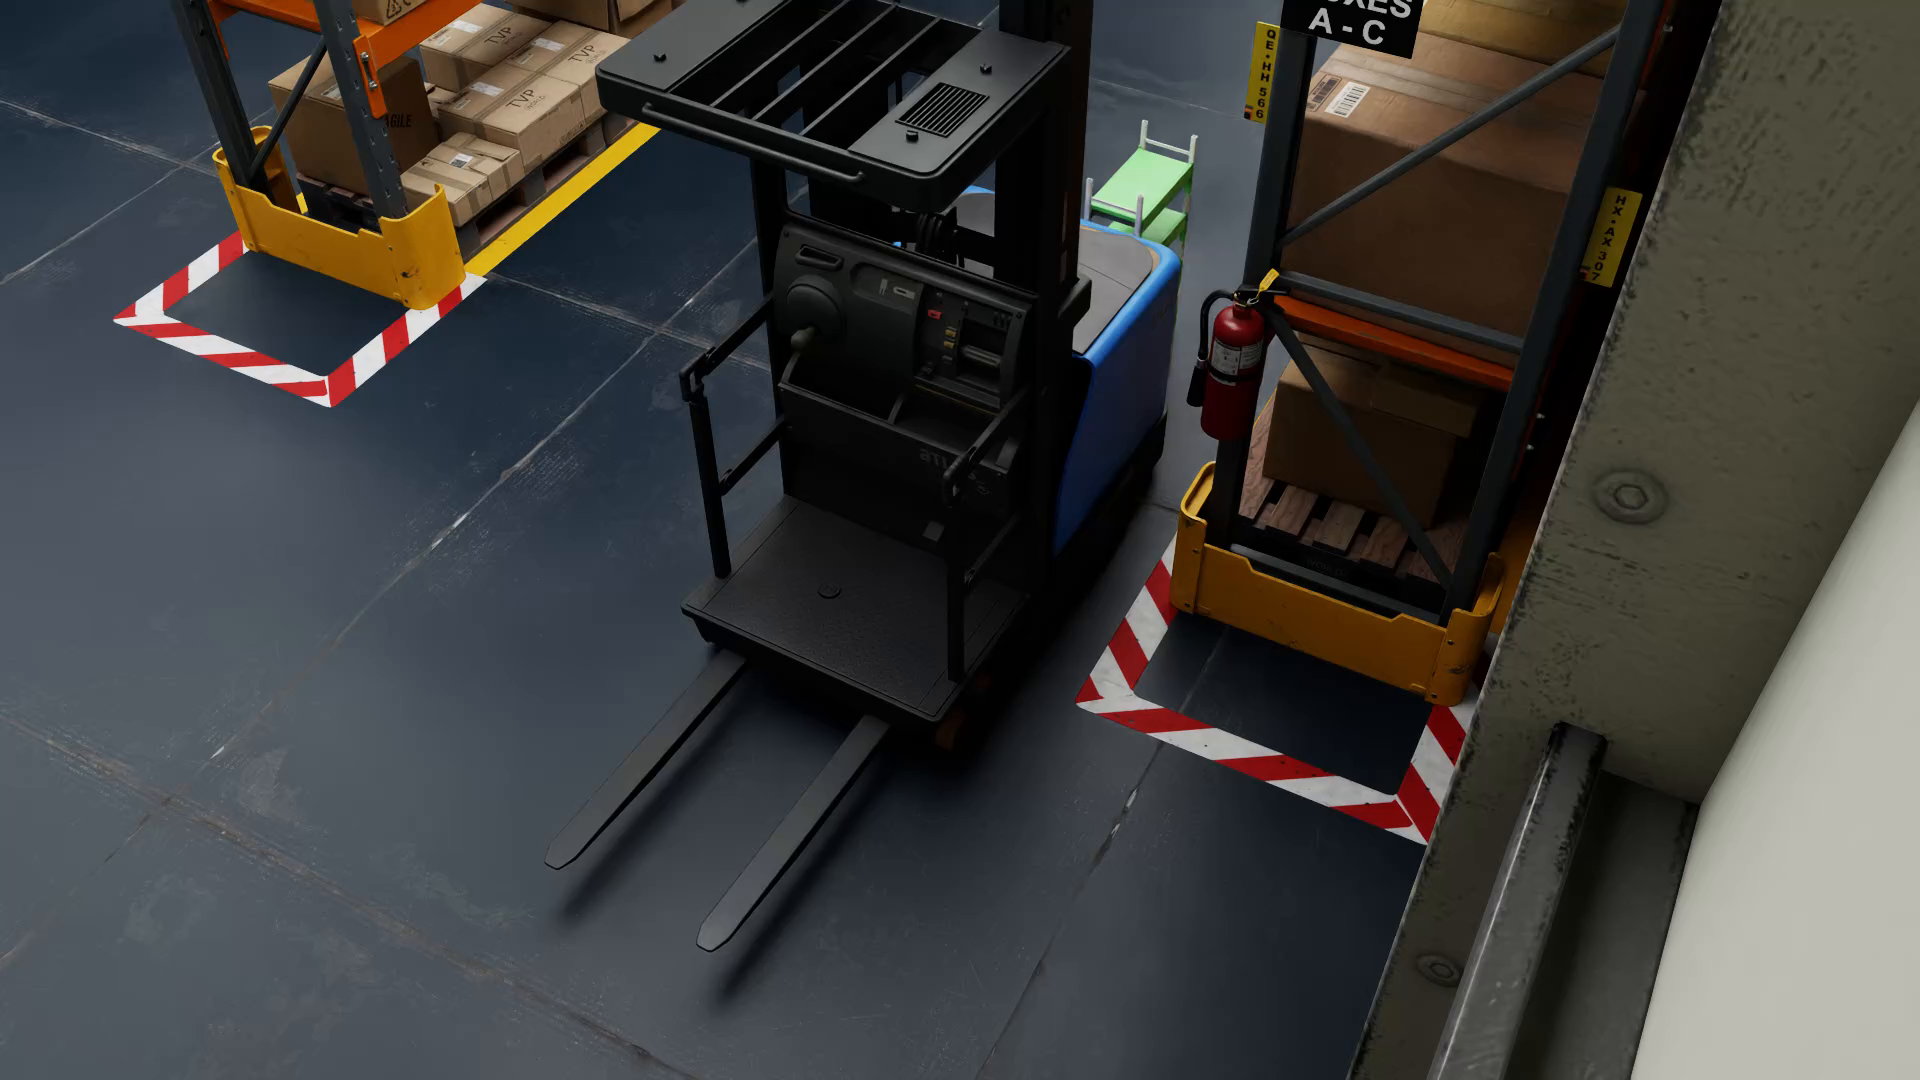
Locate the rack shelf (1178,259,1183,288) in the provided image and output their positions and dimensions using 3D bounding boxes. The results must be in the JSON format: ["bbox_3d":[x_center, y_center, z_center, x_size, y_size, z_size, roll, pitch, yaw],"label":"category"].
[{"bbox_3d":[0.721,-1.040,7.024,0.258,0.148,0.480,23,50,21],"label":"rack shelf"}]

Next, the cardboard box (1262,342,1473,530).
[{"bbox_3d":[1.641,-0.480,6.578,0.700,0.500,0.500,20,49,19],"label":"cardboard box"}]

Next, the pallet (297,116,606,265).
[{"bbox_3d":[-2.580,-1.940,8.520,1.003,0.211,1.213,20,49,19],"label":"pallet"}]

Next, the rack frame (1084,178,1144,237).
[{"bbox_3d":[0.598,-0.935,6.831,0.240,1.200,0.015,23,50,21],"label":"rack frame"}]

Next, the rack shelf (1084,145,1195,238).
[{"bbox_3d":[0.721,-1.378,6.683,0.258,0.148,0.480,23,50,21],"label":"rack shelf"}]

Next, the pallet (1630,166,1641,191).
[{"bbox_3d":[2.839,-1.824,8.404,1.003,0.211,1.213,20,49,19],"label":"pallet"}]

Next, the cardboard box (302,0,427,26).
[{"bbox_3d":[-2.545,-2.598,7.138,0.500,0.500,0.500,21,49,20],"label":"cardboard box"}]

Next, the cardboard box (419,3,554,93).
[{"bbox_3d":[-2.483,-2.571,8.806,0.500,0.250,0.500,20,49,19],"label":"cardboard box"}]

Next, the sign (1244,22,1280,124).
[{"bbox_3d":[0.931,-1.415,5.059,0.100,0.325,0.005,20,49,19],"label":"sign"}]

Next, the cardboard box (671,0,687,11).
[{"bbox_3d":[-1.489,-3.175,9.360,0.500,0.311,0.500,20,49,19],"label":"cardboard box"}]

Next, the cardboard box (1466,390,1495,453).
[{"bbox_3d":[1.873,-0.795,6.889,0.700,0.500,0.500,20,49,19],"label":"cardboard box"}]

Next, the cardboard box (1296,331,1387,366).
[{"bbox_3d":[1.539,-0.849,6.486,0.380,0.149,0.250,20,49,19],"label":"cardboard box"}]

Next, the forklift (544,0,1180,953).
[{"bbox_3d":[-0.312,-0.643,5.325,1.130,2.935,3.031,22,49,20],"label":"forklift"}]

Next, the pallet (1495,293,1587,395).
[{"bbox_3d":[2.274,-1.052,7.641,1.003,0.211,1.213,20,49,19],"label":"pallet"}]

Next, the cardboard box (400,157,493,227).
[{"bbox_3d":[-2.486,-1.673,7.990,0.380,0.149,0.250,20,49,19],"label":"cardboard box"}]

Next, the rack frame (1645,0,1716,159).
[{"bbox_3d":[3.262,-3.257,7.860,1.000,3.000,0.127,20,49,19],"label":"rack frame"}]

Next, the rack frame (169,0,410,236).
[{"bbox_3d":[-2.985,-2.370,6.984,1.000,3.000,0.127,20,49,19],"label":"rack frame"}]

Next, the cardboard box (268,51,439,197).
[{"bbox_3d":[-2.950,-2.070,8.135,0.500,0.500,0.500,20,49,19],"label":"cardboard box"}]

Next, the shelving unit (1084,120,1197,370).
[{"bbox_3d":[0.721,-1.085,6.979,0.258,1.200,0.503,23,50,21],"label":"shelving unit"}]

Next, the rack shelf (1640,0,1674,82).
[{"bbox_3d":[2.333,-2.799,5.804,1.077,0.370,4.000,20,49,19],"label":"rack shelf"}]

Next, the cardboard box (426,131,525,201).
[{"bbox_3d":[-2.370,-1.837,8.139,0.380,0.166,0.250,20,49,19],"label":"cardboard box"}]

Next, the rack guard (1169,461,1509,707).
[{"bbox_3d":[1.394,0.157,6.244,1.175,0.500,0.348,20,49,19],"label":"rack guard"}]

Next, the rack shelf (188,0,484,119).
[{"bbox_3d":[-2.056,-3.377,8.485,1.077,0.370,4.000,20,49,19],"label":"rack shelf"}]

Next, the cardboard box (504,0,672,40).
[{"bbox_3d":[-1.995,-2.982,9.034,0.797,0.503,0.637,20,49,19],"label":"cardboard box"}]

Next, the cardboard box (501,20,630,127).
[{"bbox_3d":[-2.017,-2.437,8.674,0.500,0.250,0.500,20,49,19],"label":"cardboard box"}]

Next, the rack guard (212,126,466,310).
[{"bbox_3d":[-2.949,-1.539,7.920,1.175,0.500,0.348,20,49,19],"label":"rack guard"}]

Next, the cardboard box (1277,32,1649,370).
[{"bbox_3d":[1.633,-1.167,5.584,0.980,0.700,0.700,23,50,21],"label":"cardboard box"}]

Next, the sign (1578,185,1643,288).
[{"bbox_3d":[1.894,-0.882,4.849,0.100,0.325,0.005,20,49,19],"label":"sign"}]

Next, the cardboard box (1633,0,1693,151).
[{"bbox_3d":[2.323,-2.106,6.512,0.980,0.700,0.700,18,48,17],"label":"cardboard box"}]

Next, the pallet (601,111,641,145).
[{"bbox_3d":[-2.013,-2.706,9.276,1.003,0.211,1.213,20,49,19],"label":"pallet"}]

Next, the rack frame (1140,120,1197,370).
[{"bbox_3d":[0.844,-1.235,7.127,0.240,1.200,0.015,23,50,21],"label":"rack frame"}]

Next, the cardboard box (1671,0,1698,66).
[{"bbox_3d":[2.652,-2.568,6.968,0.980,0.700,0.700,19,48,18],"label":"cardboard box"}]

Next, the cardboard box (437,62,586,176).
[{"bbox_3d":[-2.249,-2.122,8.362,0.500,0.250,0.500,20,49,19],"label":"cardboard box"}]

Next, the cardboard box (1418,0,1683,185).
[{"bbox_3d":[1.961,-1.629,6.040,0.980,0.700,0.700,20,49,19],"label":"cardboard box"}]

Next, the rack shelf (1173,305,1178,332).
[{"bbox_3d":[0.721,-0.871,7.195,0.258,0.148,0.480,23,50,21],"label":"rack shelf"}]

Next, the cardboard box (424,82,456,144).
[{"bbox_3d":[-2.683,-2.178,8.477,0.380,0.166,0.250,20,49,19],"label":"cardboard box"}]

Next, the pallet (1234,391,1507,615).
[{"bbox_3d":[1.707,-0.286,6.885,1.003,0.211,1.213,20,49,19],"label":"pallet"}]

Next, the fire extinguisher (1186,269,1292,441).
[{"bbox_3d":[0.926,-0.636,5.586,0.296,0.674,0.183,20,49,19],"label":"fire extinguisher"}]

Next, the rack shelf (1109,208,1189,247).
[{"bbox_3d":[0.721,-1.209,6.854,0.258,0.148,0.480,23,50,21],"label":"rack shelf"}]

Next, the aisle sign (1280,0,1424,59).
[{"bbox_3d":[1.106,-1.705,4.498,0.394,0.787,0.004,20,49,19],"label":"aisle sign"}]

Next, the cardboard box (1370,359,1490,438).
[{"bbox_3d":[1.760,-0.563,6.204,0.380,0.149,0.250,21,49,19],"label":"cardboard box"}]

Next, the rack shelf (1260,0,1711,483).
[{"bbox_3d":[2.333,-1.744,6.871,1.077,0.370,4.000,20,49,19],"label":"rack shelf"}]

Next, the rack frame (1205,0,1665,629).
[{"bbox_3d":[1.405,-0.737,5.370,1.000,3.000,0.127,20,49,19],"label":"rack frame"}]
